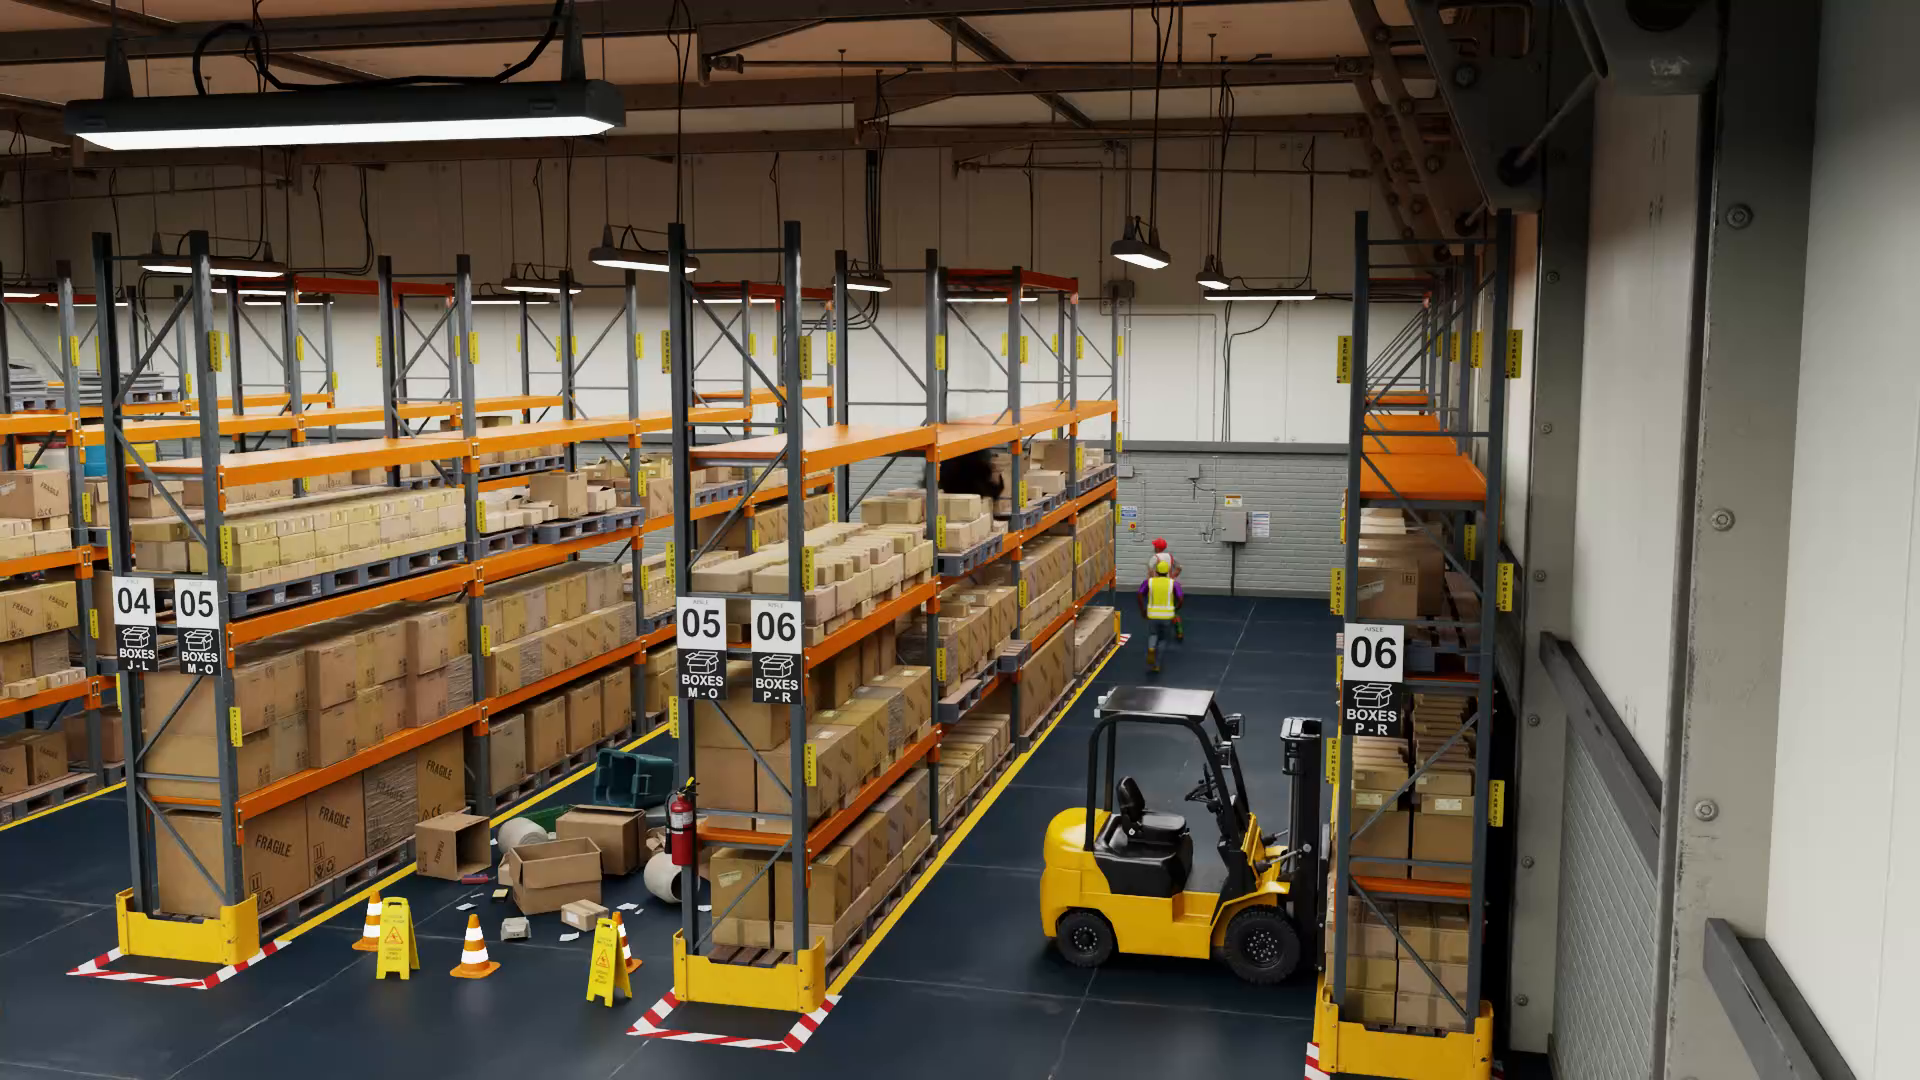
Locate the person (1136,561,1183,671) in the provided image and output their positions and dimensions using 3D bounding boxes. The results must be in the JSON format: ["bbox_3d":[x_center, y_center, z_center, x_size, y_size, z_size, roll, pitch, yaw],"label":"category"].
[{"bbox_3d":[3.101,1.186,25.732,0.716,1.717,0.578,2,7,17],"label":"person"}]

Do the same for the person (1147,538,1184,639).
[{"bbox_3d":[3.441,0.843,28.384,0.718,1.778,0.680,-2,7,-19],"label":"person"}]
